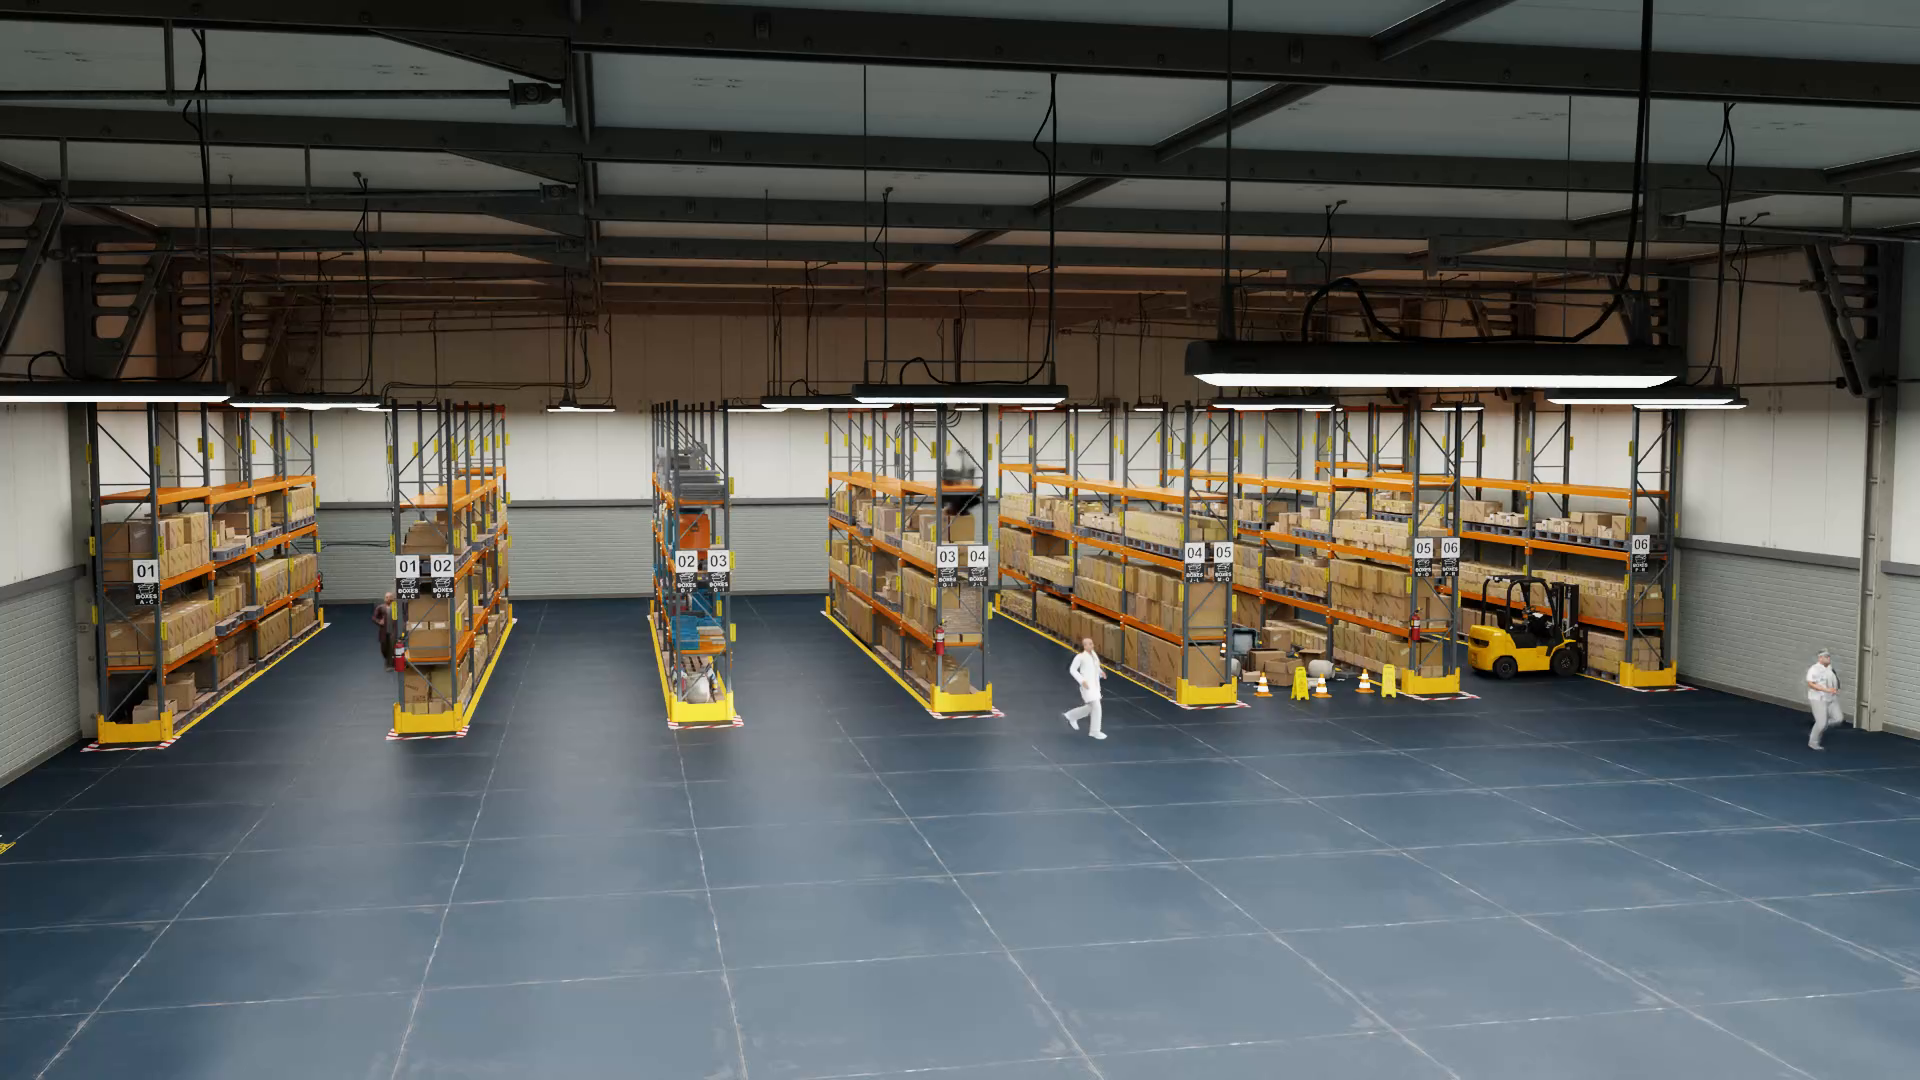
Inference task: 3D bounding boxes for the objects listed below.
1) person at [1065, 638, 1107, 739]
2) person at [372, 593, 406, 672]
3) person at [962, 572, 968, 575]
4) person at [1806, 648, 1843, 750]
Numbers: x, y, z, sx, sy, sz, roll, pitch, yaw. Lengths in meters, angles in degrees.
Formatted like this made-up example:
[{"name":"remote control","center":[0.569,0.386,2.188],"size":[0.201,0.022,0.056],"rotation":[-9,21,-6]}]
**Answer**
[{"name":"person","center":[2.254,2.623,29.596],"size":[0.858,1.775,0.704],"rotation":[3,5,34]},{"name":"person","center":[-12.756,2.042,37.173],"size":[0.718,1.746,0.833],"rotation":[-1,4,-16]},{"name":"person","center":[0.251,1.208,48.871],"size":[0.699,1.668,0.530],"rotation":[2,5,22]},{"name":"person","center":[14.754,2.709,28.350],"size":[0.716,1.754,0.578],"rotation":[-2,5,-28]}]
